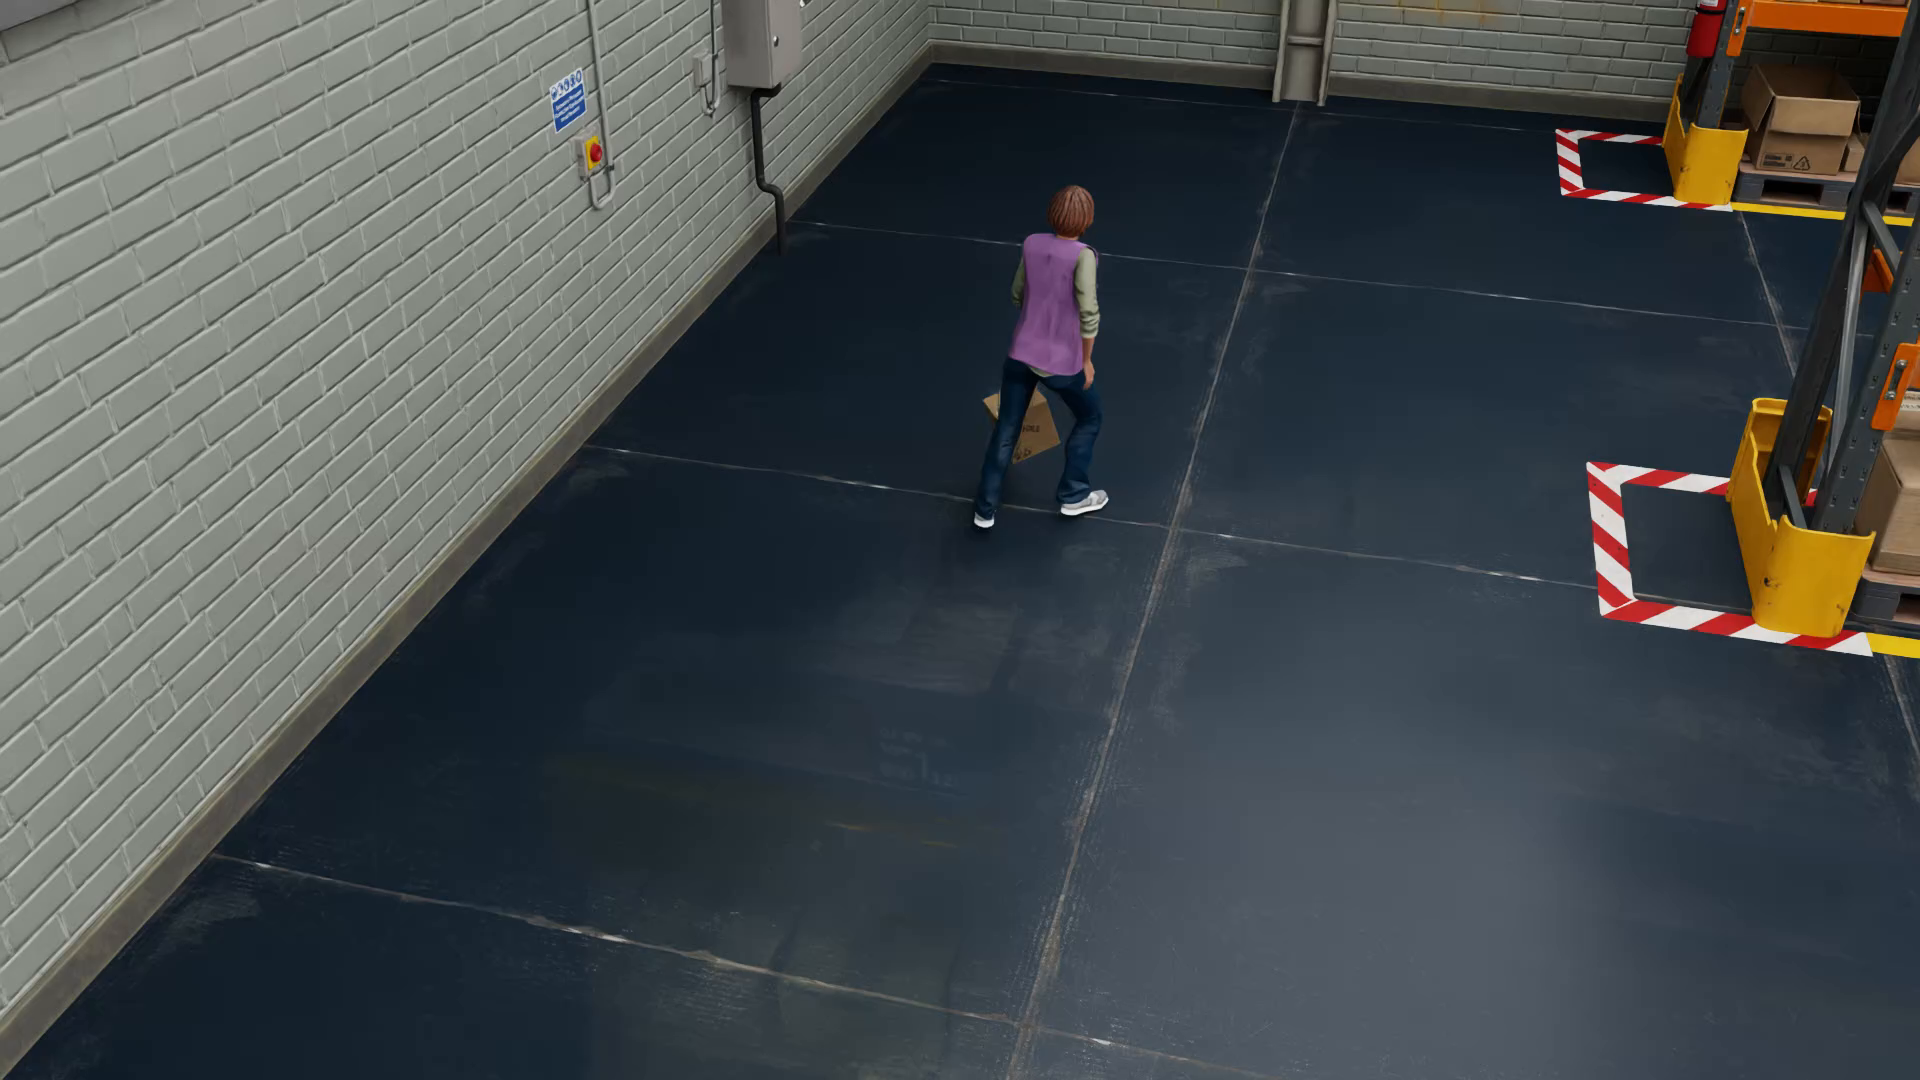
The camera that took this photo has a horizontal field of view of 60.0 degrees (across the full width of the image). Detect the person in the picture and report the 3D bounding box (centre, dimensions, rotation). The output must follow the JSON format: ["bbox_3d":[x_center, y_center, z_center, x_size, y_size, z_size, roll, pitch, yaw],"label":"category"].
[{"bbox_3d":[0.386,-0.775,7.361,0.550,1.551,0.656,20,38,27],"label":"person"}]
